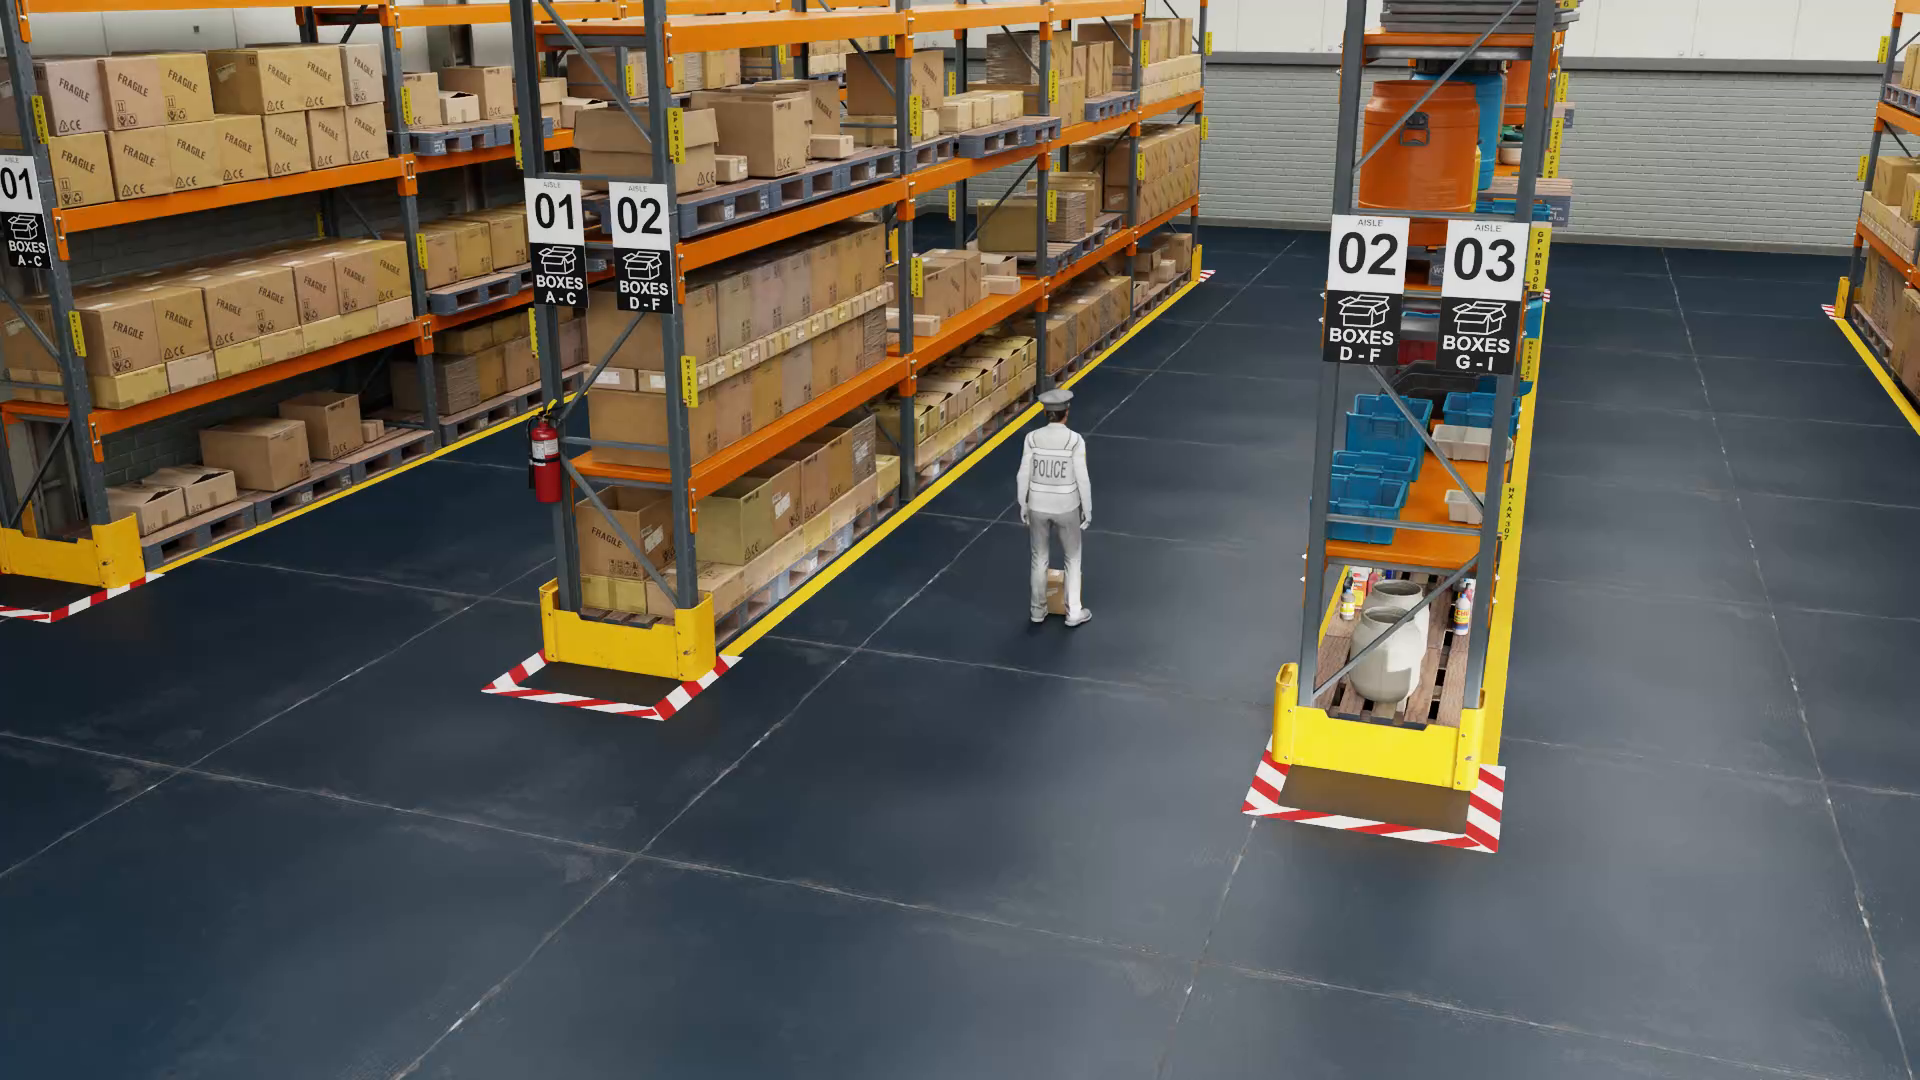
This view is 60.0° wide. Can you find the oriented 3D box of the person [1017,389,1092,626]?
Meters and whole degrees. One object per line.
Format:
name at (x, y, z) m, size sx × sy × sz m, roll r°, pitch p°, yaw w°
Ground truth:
person at (0.667, -0.216, 11.692) m, size 0.532 × 1.663 × 0.378 m, roll 6°, pitch 20°, yaw 18°
